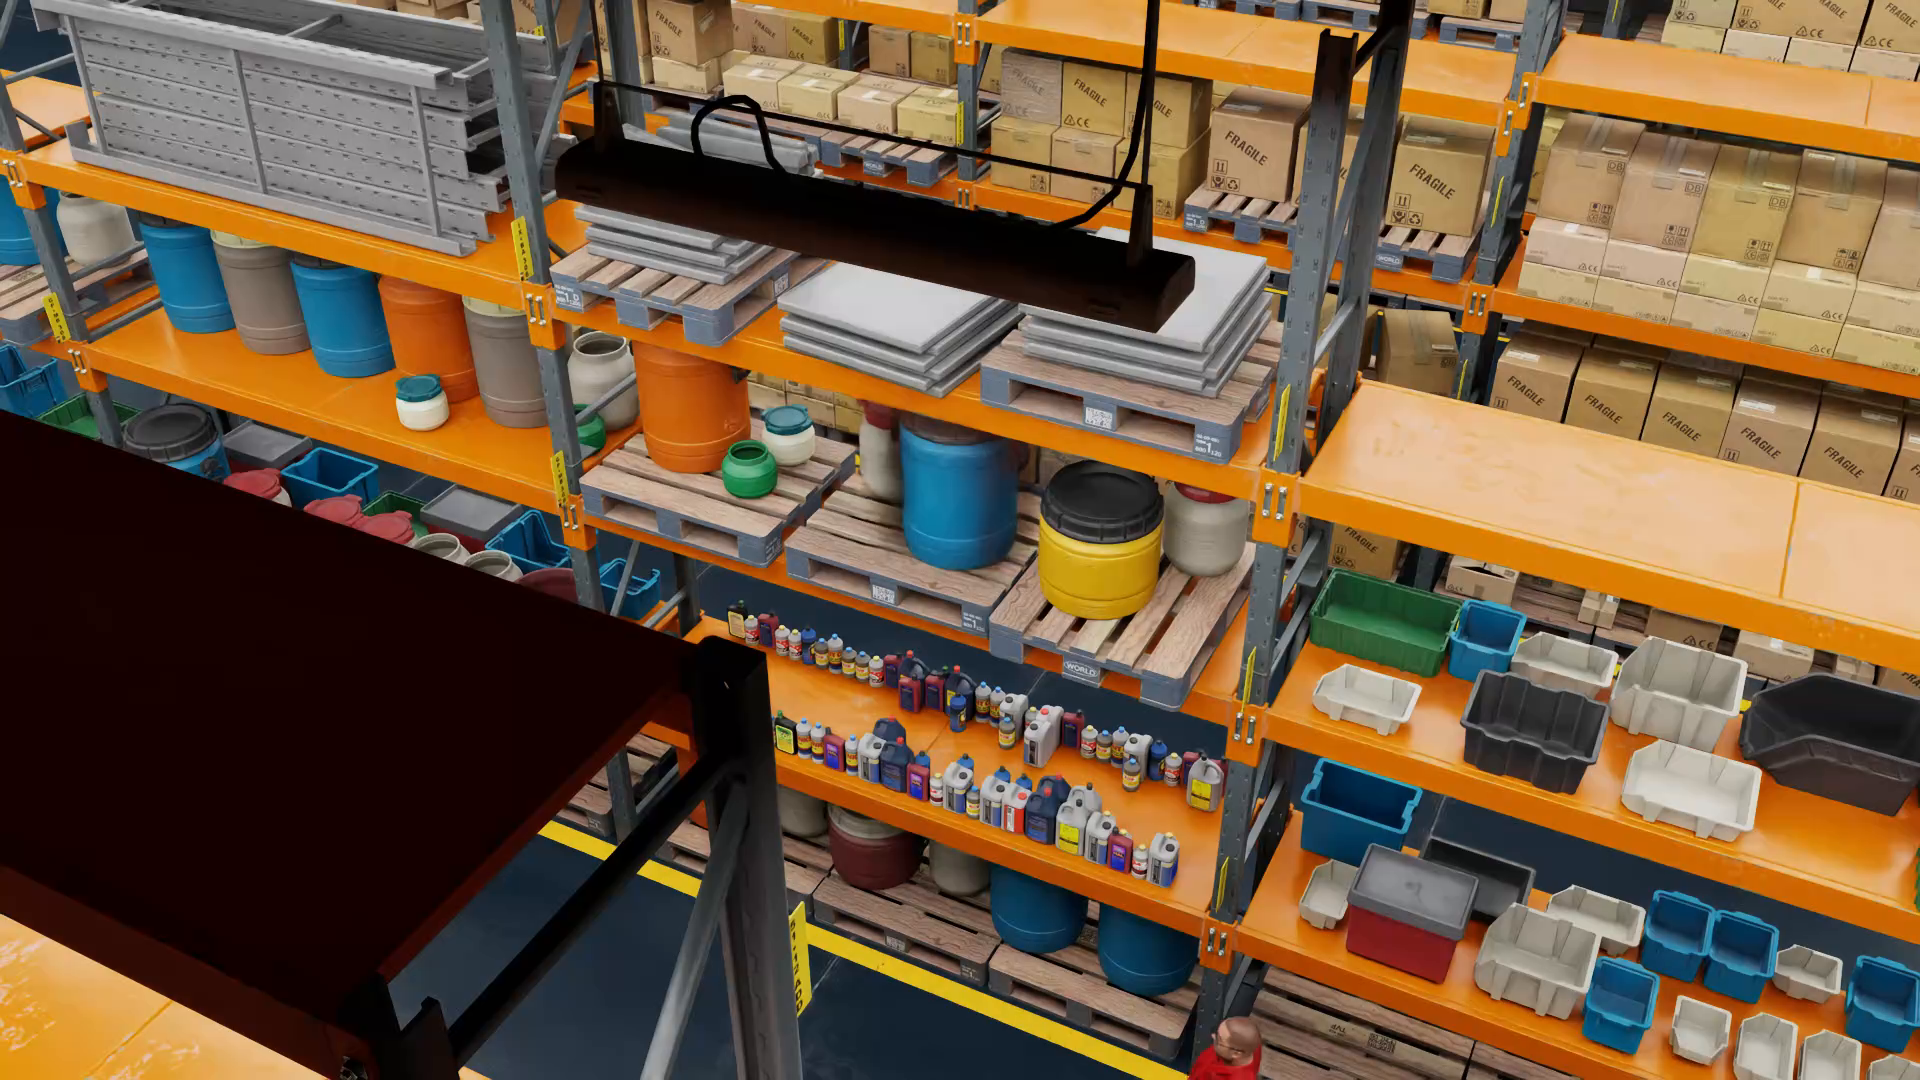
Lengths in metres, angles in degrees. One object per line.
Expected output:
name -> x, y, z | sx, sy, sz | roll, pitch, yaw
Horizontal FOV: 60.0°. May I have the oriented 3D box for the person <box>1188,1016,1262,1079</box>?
person -> 1.156, 2.827, 8.069 | 0.939, 1.516, 0.589 | 1, 35, 1
